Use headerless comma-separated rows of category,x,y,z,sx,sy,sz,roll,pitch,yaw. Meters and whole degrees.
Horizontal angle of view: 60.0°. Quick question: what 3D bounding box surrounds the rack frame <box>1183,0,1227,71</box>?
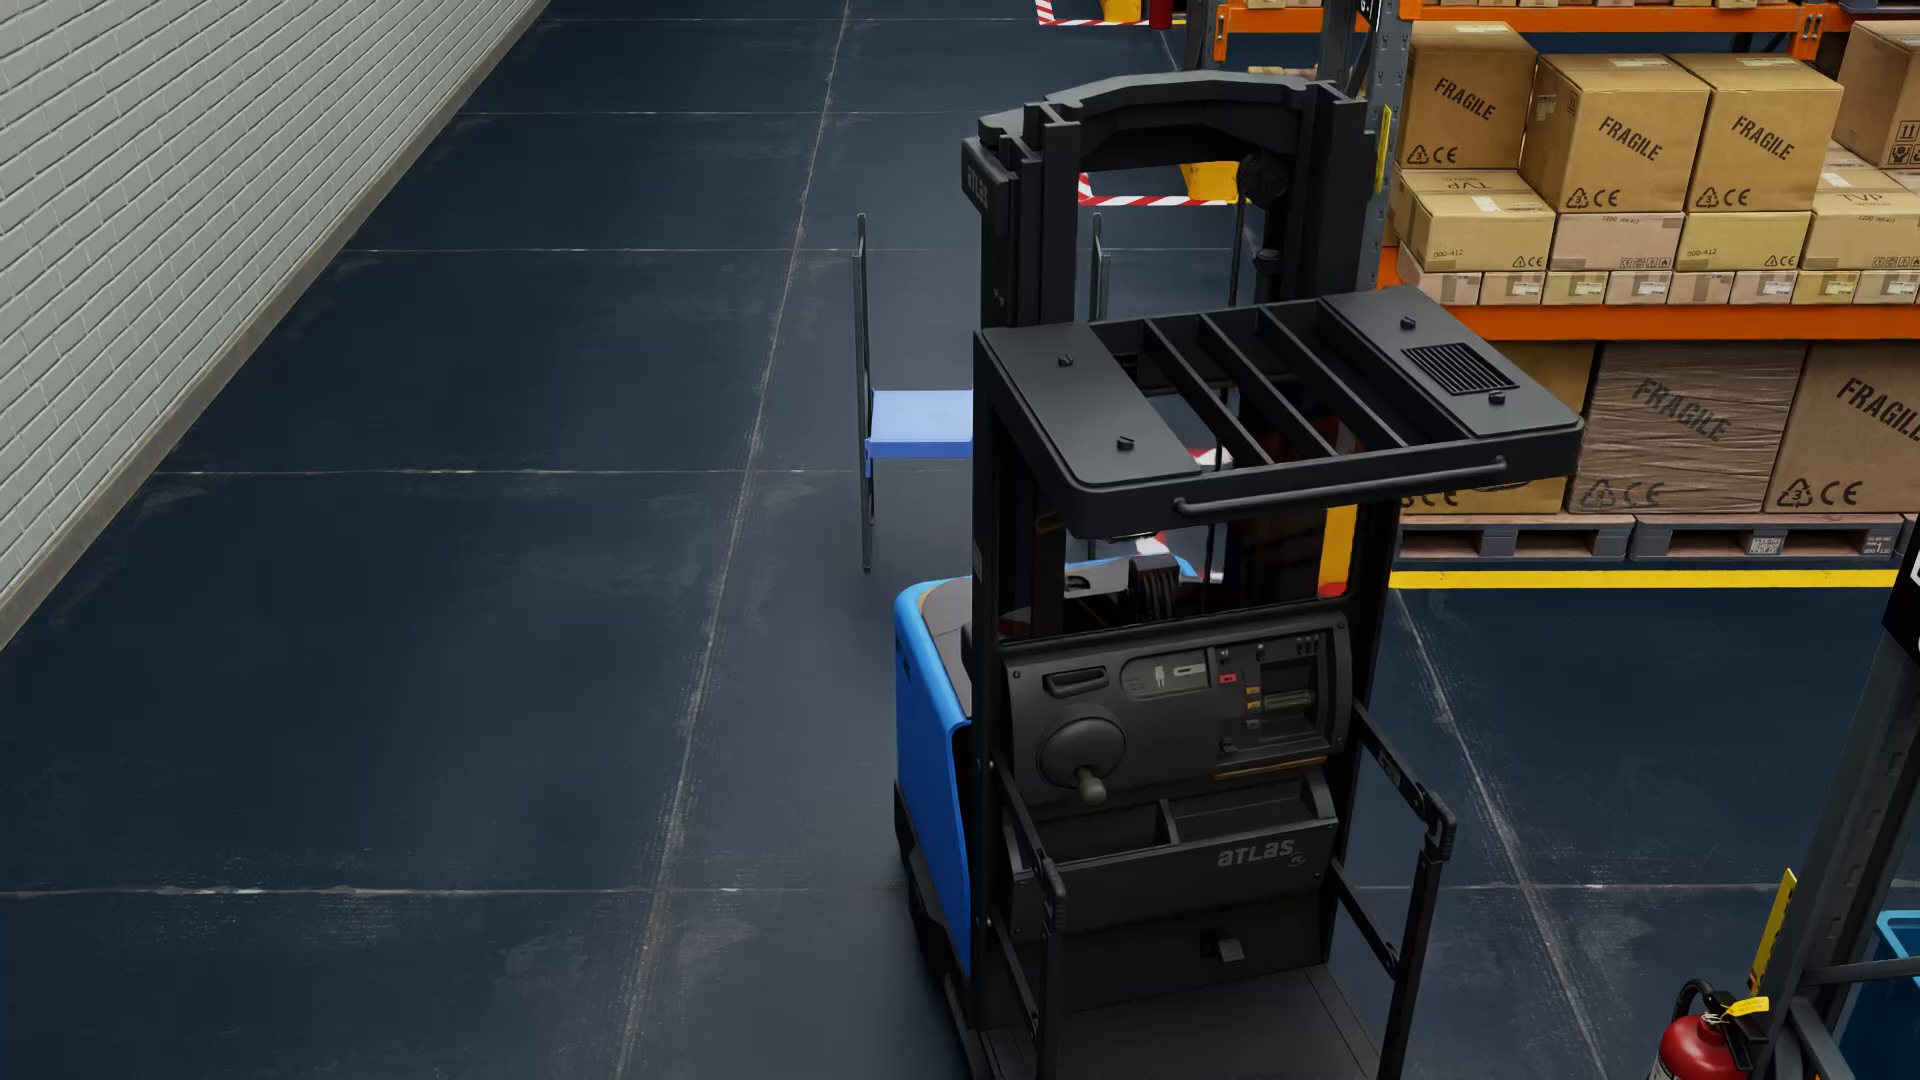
rack frame,1.710,-3.970,11.401,0.127,3.000,1.000,0,31,0

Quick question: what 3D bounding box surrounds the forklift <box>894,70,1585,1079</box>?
forklift,0.630,0.489,4.119,1.130,2.935,3.031,-8,32,-12

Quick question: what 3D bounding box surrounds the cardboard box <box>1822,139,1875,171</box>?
cardboard box,3.658,-1.606,7.363,0.500,0.250,0.500,0,31,0

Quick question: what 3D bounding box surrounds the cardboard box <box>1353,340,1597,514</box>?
cardboard box,2.278,-0.712,7.674,0.875,0.875,0.875,0,31,0

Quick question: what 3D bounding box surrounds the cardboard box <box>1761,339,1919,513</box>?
cardboard box,4.078,-0.717,7.684,0.875,0.875,0.875,0,31,0

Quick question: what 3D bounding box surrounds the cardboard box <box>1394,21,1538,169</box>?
cardboard box,2.124,-1.918,7.155,0.500,0.500,0.500,0,31,0

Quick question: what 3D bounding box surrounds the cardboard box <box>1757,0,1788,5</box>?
cardboard box,5.425,-3.753,11.286,0.250,0.149,0.380,-1,31,-1

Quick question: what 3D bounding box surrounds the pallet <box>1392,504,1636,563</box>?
pallet,2.437,-0.248,7.955,1.213,0.211,1.003,0,31,0

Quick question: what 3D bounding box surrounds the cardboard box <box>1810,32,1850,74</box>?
cardboard box,6.453,-3.547,11.987,0.500,0.250,0.500,-1,31,-2

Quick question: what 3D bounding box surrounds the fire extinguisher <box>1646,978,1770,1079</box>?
fire extinguisher,1.515,1.130,3.431,0.183,0.674,0.296,0,31,0

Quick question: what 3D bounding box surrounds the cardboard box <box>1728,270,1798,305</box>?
cardboard box,3.281,-1.125,6.954,0.250,0.149,0.380,0,31,-1

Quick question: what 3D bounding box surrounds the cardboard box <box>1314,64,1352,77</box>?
cardboard box,2.747,-3.356,12.159,0.250,0.149,0.380,-1,31,-1

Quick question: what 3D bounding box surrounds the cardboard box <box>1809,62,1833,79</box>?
cardboard box,6.448,-3.226,12.181,0.500,0.500,0.500,-1,31,-1

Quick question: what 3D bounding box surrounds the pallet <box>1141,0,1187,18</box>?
pallet,2.378,-5.388,16.427,1.213,0.211,1.003,0,31,0

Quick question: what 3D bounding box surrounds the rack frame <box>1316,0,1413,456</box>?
rack frame,1.638,-1.397,7.161,0.127,3.000,1.000,0,31,0

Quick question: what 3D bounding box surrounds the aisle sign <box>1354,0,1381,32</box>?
aisle sign,1.568,-2.352,6.229,0.004,0.787,0.394,0,31,0

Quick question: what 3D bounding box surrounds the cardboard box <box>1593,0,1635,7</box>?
cardboard box,4.371,-3.721,11.234,0.250,0.149,0.380,-1,31,-2

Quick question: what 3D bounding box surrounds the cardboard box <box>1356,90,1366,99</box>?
cardboard box,2.763,-3.008,11.586,0.250,0.149,0.380,0,31,0

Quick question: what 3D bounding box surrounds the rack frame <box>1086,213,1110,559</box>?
rack frame,0.594,-0.643,7.364,0.032,1.500,0.500,0,31,0

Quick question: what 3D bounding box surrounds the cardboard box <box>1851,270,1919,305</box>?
cardboard box,3.796,-1.127,6.957,0.250,0.149,0.380,0,31,1

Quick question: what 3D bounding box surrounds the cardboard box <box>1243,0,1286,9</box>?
cardboard box,2.035,-3.694,11.188,0.250,0.149,0.380,0,31,-1

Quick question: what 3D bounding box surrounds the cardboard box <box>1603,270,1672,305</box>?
cardboard box,2.769,-1.123,6.952,0.250,0.149,0.380,-1,31,-1

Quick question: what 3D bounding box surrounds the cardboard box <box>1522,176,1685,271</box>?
cardboard box,2.640,-1.326,6.902,0.500,0.250,0.500,-1,31,-1

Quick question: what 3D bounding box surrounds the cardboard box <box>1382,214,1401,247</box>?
cardboard box,1.993,-1.461,7.509,0.250,0.149,0.380,0,31,1

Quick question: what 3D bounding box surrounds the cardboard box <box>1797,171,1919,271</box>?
cardboard box,3.664,-1.330,6.909,0.500,0.250,0.500,-1,31,-1

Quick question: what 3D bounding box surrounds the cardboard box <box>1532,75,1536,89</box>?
cardboard box,4.048,-3.293,12.055,0.250,0.149,0.380,-1,31,-2

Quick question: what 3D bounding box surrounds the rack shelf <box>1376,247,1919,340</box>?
rack shelf,3.638,-1.096,7.357,4.000,0.370,1.077,0,31,0

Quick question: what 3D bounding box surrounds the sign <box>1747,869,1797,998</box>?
sign,1.649,0.817,3.354,0.005,0.325,0.100,0,31,0

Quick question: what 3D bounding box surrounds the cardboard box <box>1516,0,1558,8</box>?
cardboard box,3.862,-3.711,11.216,0.250,0.149,0.380,0,31,1

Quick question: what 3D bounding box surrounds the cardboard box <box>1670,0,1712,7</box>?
cardboard box,4.901,-3.726,11.241,0.250,0.149,0.380,1,31,2

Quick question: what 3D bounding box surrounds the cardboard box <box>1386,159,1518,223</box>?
cardboard box,2.121,-1.599,7.352,0.500,0.250,0.500,-1,31,-1

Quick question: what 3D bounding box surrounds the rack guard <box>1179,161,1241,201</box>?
rack guard,1.786,-2.901,12.050,0.348,0.500,1.175,0,31,0

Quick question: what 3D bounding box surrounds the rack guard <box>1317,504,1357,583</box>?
rack guard,1.614,-0.328,7.809,0.348,0.500,1.175,0,31,0

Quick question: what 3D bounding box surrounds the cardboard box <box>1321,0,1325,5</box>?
cardboard box,2.559,-3.689,11.180,0.250,0.149,0.380,-1,31,-2

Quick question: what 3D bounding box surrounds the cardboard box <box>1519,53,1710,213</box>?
cardboard box,2.620,-1.644,6.702,0.500,0.500,0.500,-1,31,-1

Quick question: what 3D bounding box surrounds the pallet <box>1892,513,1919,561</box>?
pallet,4.877,-0.255,7.967,1.213,0.211,1.003,0,31,0

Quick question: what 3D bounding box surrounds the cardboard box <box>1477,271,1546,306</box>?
cardboard box,2.252,-1.121,6.948,0.250,0.149,0.380,-1,31,-1

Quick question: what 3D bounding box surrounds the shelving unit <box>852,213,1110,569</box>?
shelving unit,0.085,-0.641,7.361,1.048,1.500,0.538,0,31,0

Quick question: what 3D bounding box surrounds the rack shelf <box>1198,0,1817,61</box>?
rack shelf,3.710,-3.669,11.598,4.000,0.370,1.077,0,31,0

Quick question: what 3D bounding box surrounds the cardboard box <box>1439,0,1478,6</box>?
cardboard box,3.336,-3.735,11.256,0.250,0.149,0.380,-1,31,-1

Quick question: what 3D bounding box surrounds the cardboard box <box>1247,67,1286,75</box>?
cardboard box,2.237,-3.318,12.097,0.250,0.149,0.380,0,31,0
